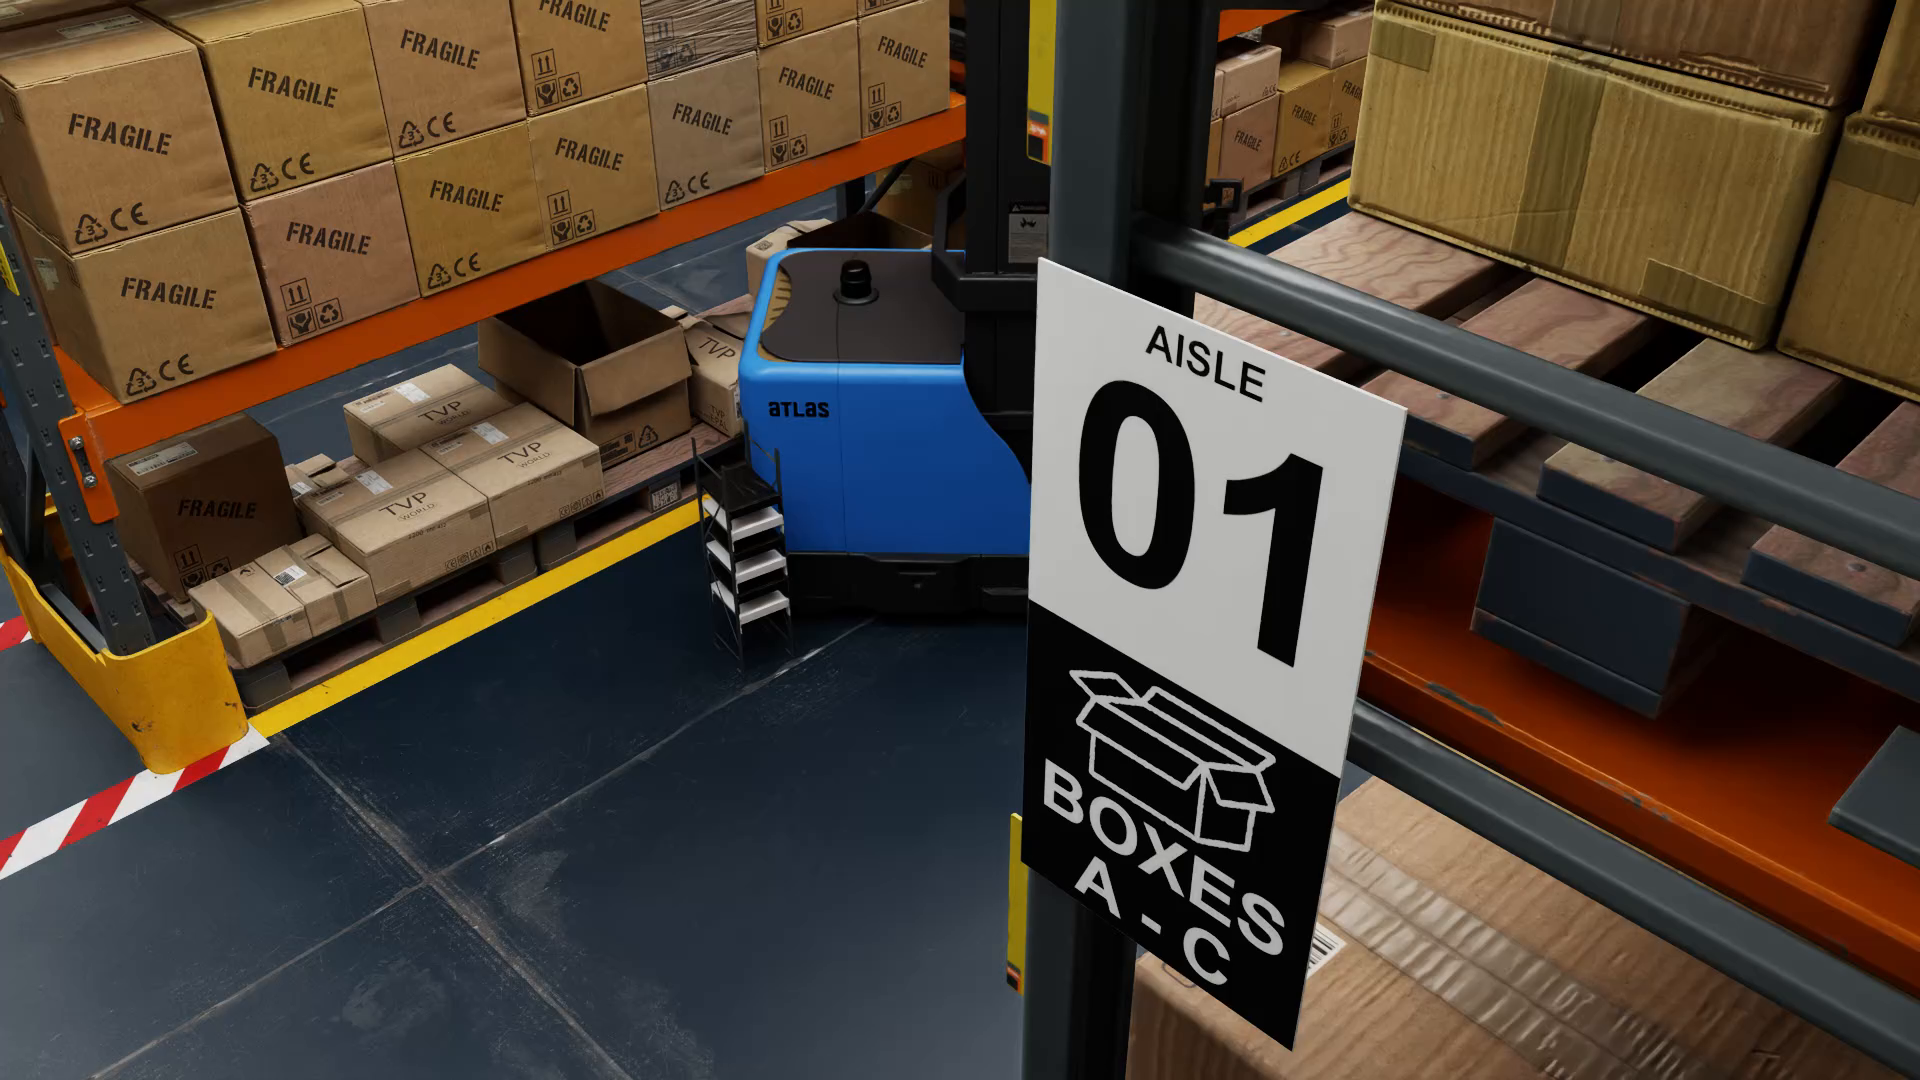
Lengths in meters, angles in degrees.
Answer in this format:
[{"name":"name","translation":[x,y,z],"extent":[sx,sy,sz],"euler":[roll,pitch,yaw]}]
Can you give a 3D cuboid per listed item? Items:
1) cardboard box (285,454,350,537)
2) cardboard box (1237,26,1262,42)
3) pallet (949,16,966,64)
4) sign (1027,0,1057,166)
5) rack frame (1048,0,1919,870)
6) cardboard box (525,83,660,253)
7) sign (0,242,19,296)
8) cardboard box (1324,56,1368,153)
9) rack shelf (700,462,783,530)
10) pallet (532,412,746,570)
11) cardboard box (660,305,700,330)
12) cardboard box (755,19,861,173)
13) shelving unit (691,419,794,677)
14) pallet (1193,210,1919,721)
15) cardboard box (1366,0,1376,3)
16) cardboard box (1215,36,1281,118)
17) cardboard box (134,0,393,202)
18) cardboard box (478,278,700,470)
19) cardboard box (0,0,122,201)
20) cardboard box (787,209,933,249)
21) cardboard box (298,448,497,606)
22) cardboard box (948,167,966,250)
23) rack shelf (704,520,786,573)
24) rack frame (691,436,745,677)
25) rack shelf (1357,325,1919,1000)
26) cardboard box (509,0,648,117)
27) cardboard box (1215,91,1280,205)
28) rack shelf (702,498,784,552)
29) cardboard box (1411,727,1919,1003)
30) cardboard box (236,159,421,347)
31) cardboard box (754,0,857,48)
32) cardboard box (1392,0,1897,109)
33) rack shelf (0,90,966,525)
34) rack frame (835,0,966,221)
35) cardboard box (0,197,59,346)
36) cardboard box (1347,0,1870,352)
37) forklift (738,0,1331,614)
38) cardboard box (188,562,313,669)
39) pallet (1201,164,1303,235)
[{"name":"cardboard box","translation":[-2.483,-0.163,6.454],"extent":[0.380,0.166,0.250],"euler":[30,45,35]},{"name":"cardboard box","translation":[1.707,-2.815,9.965],"extent":[0.500,0.500,0.500],"euler":[28,44,34]},{"name":"pallet","translation":[0.418,-2.522,7.912],"extent":[1.003,0.211,1.213],"euler":[30,45,35]},{"name":"sign","translation":[0.102,-0.487,1.499],"extent":[0.100,0.325,0.005],"euler":[30,45,35]},{"name":"rack frame","translation":[0.477,-1.162,0.550],"extent":[1.000,3.000,0.127],"euler":[30,45,35]},{"name":"cardboard box","translation":[-1.472,-1.428,6.088],"extent":[0.500,0.500,0.500],"euler":[-29,44,-35]},{"name":"sign","translation":[-2.656,-0.833,4.566],"extent":[0.100,0.325,0.005],"euler":[30,45,35]},{"name":"cardboard box","translation":[2.103,-2.625,9.692],"extent":[0.500,0.500,0.500],"euler":[-28,44,-34]},{"name":"rack shelf","translation":[-0.766,-0.155,5.772],"extent":[0.200,0.077,0.258],"euler":[-21,40,-27]},{"name":"pallet","translation":[-1.567,-0.400,7.140],"extent":[1.003,0.211,1.213],"euler":[30,45,35]},{"name":"cardboard box","translation":[-1.274,-0.900,7.511],"extent":[0.380,0.166,0.250],"euler":[30,45,35]},{"name":"cardboard box","translation":[-0.755,-1.845,6.686],"extent":[0.500,0.500,0.500],"euler":[-29,44,-34]},{"name":"shelving unit","translation":[-0.766,0.039,5.907],"extent":[0.210,0.900,0.258],"euler":[-21,40,-27]},{"name":"pallet","translation":[0.992,-0.201,1.871],"extent":[1.003,0.211,1.213],"euler":[30,45,35]},{"name":"cardboard box","translation":[2.790,-3.530,10.736],"extent":[0.500,0.311,0.500],"euler":[-29,44,-35]},{"name":"cardboard box","translation":[1.349,-2.491,8.845],"extent":[0.500,0.250,0.500],"euler":[29,44,35]},{"name":"cardboard box","translation":[-2.178,-1.437,5.227],"extent":[0.500,0.500,0.500],"euler":[-29,44,-35]},{"name":"cardboard box","translation":[-1.543,-0.712,6.947],"extent":[0.797,0.503,0.637],"euler":[30,45,35]},{"name":"cardboard box","translation":[-2.922,-1.439,5.230],"extent":[0.500,0.500,0.500],"euler":[29,44,35]},{"name":"cardboard box","translation":[-0.423,-1.130,7.549],"extent":[0.500,0.500,0.500],"euler":[30,45,35]},{"name":"cardboard box","translation":[-2.104,-0.059,6.231],"extent":[0.500,0.250,0.500],"euler":[30,45,35]},{"name":"cardboard box","translation":[0.291,-1.574,8.185],"extent":[0.500,0.500,0.500],"euler":[27,43,33]},{"name":"rack shelf","translation":[-0.766,-0.007,5.875],"extent":[0.200,0.077,0.258],"euler":[-21,40,-27]},{"name":"rack frame","translation":[-0.850,0.072,5.860],"extent":[0.006,0.900,0.240],"euler":[-21,40,-27]},{"name":"rack shelf","translation":[1.886,-0.449,2.778],"extent":[1.077,0.370,4.000],"euler":[30,45,35]},{"name":"cardboard box","translation":[-1.465,-1.845,5.811],"extent":[0.500,0.500,0.500],"euler":[29,44,35]},{"name":"cardboard box","translation":[1.373,-2.200,9.082],"extent":[0.500,0.500,0.500],"euler":[28,43,34]},{"name":"rack shelf","translation":[-0.766,-0.081,5.823],"extent":[0.200,0.077,0.258],"euler":[-21,40,-27]},{"name":"cardboard box","translation":[1.334,0.664,2.913],"extent":[0.980,0.700,0.700],"euler":[29,44,35]},{"name":"cardboard box","translation":[-2.181,-1.023,5.507],"extent":[0.500,0.500,0.500],"euler":[29,44,35]},{"name":"cardboard box","translation":[-0.754,-2.253,6.397],"extent":[0.500,0.500,0.500],"euler":[29,44,35]},{"name":"cardboard box","translation":[0.799,-0.798,1.671],"extent":[0.500,0.500,0.500],"euler":[29,44,35]},{"name":"rack shelf","translation":[-1.632,-1.213,6.497],"extent":[1.077,0.370,4.000],"euler":[30,45,35]},{"name":"rack frame","translation":[-0.222,-2.320,7.455],"extent":[1.000,3.000,0.127],"euler":[30,45,35]},{"name":"cardboard box","translation":[-2.918,-1.029,5.516],"extent":[0.500,0.500,0.500],"euler":[-28,44,-34]},{"name":"cardboard box","translation":[0.805,-0.488,1.882],"extent":[0.500,0.250,0.500],"euler":[-28,44,-34]},{"name":"forklift","translation":[0.736,-1.178,5.877],"extent":[3.031,2.935,1.130],"euler":[1,35,1]},{"name":"cardboard box","translation":[-2.502,0.261,5.861],"extent":[0.380,0.149,0.250],"euler":[30,45,35]},{"name":"pallet","translation":[1.183,-2.020,9.462],"extent":[1.003,0.211,1.213],"euler":[30,45,35]}]
